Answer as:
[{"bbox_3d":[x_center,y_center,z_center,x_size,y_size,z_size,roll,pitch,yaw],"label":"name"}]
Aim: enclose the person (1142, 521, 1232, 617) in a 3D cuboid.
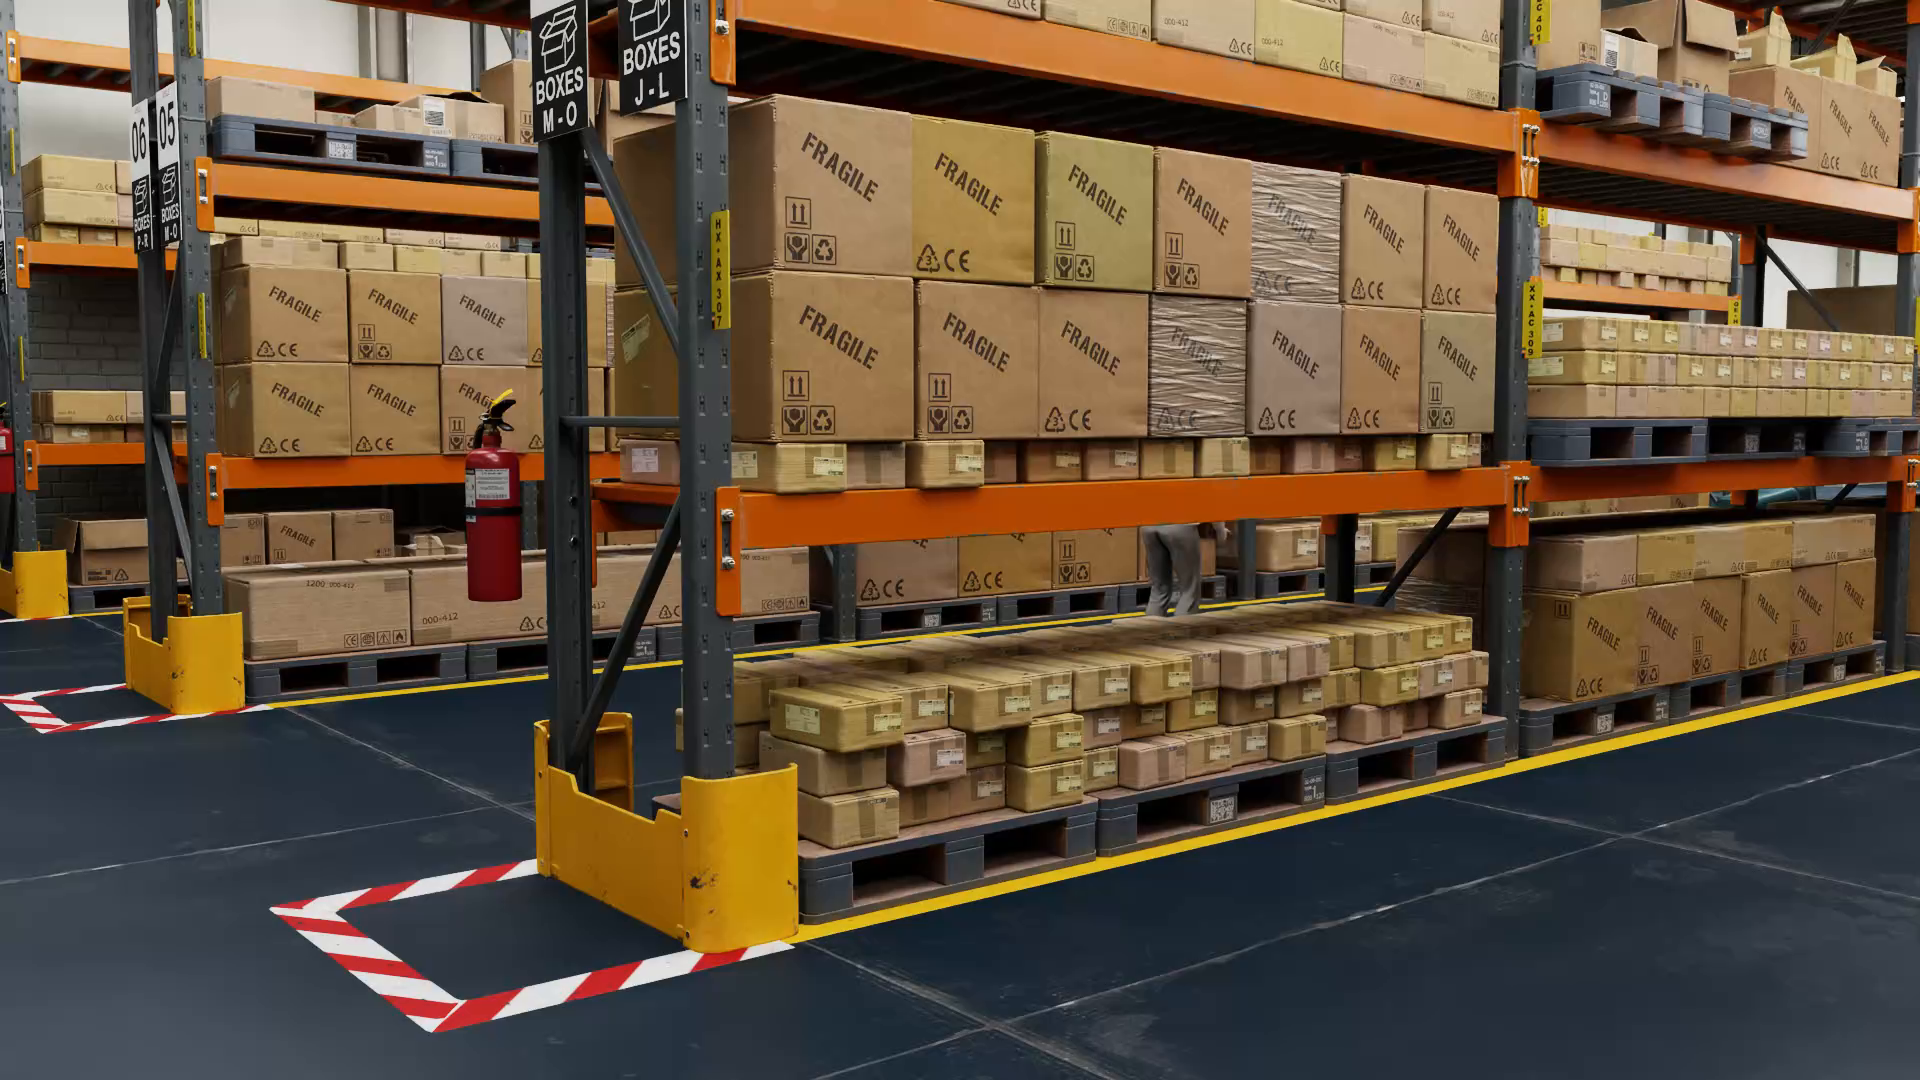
[{"bbox_3d":[1.334,-0.052,9.969,0.543,1.665,0.415,-4,6,-40],"label":"person"}]
